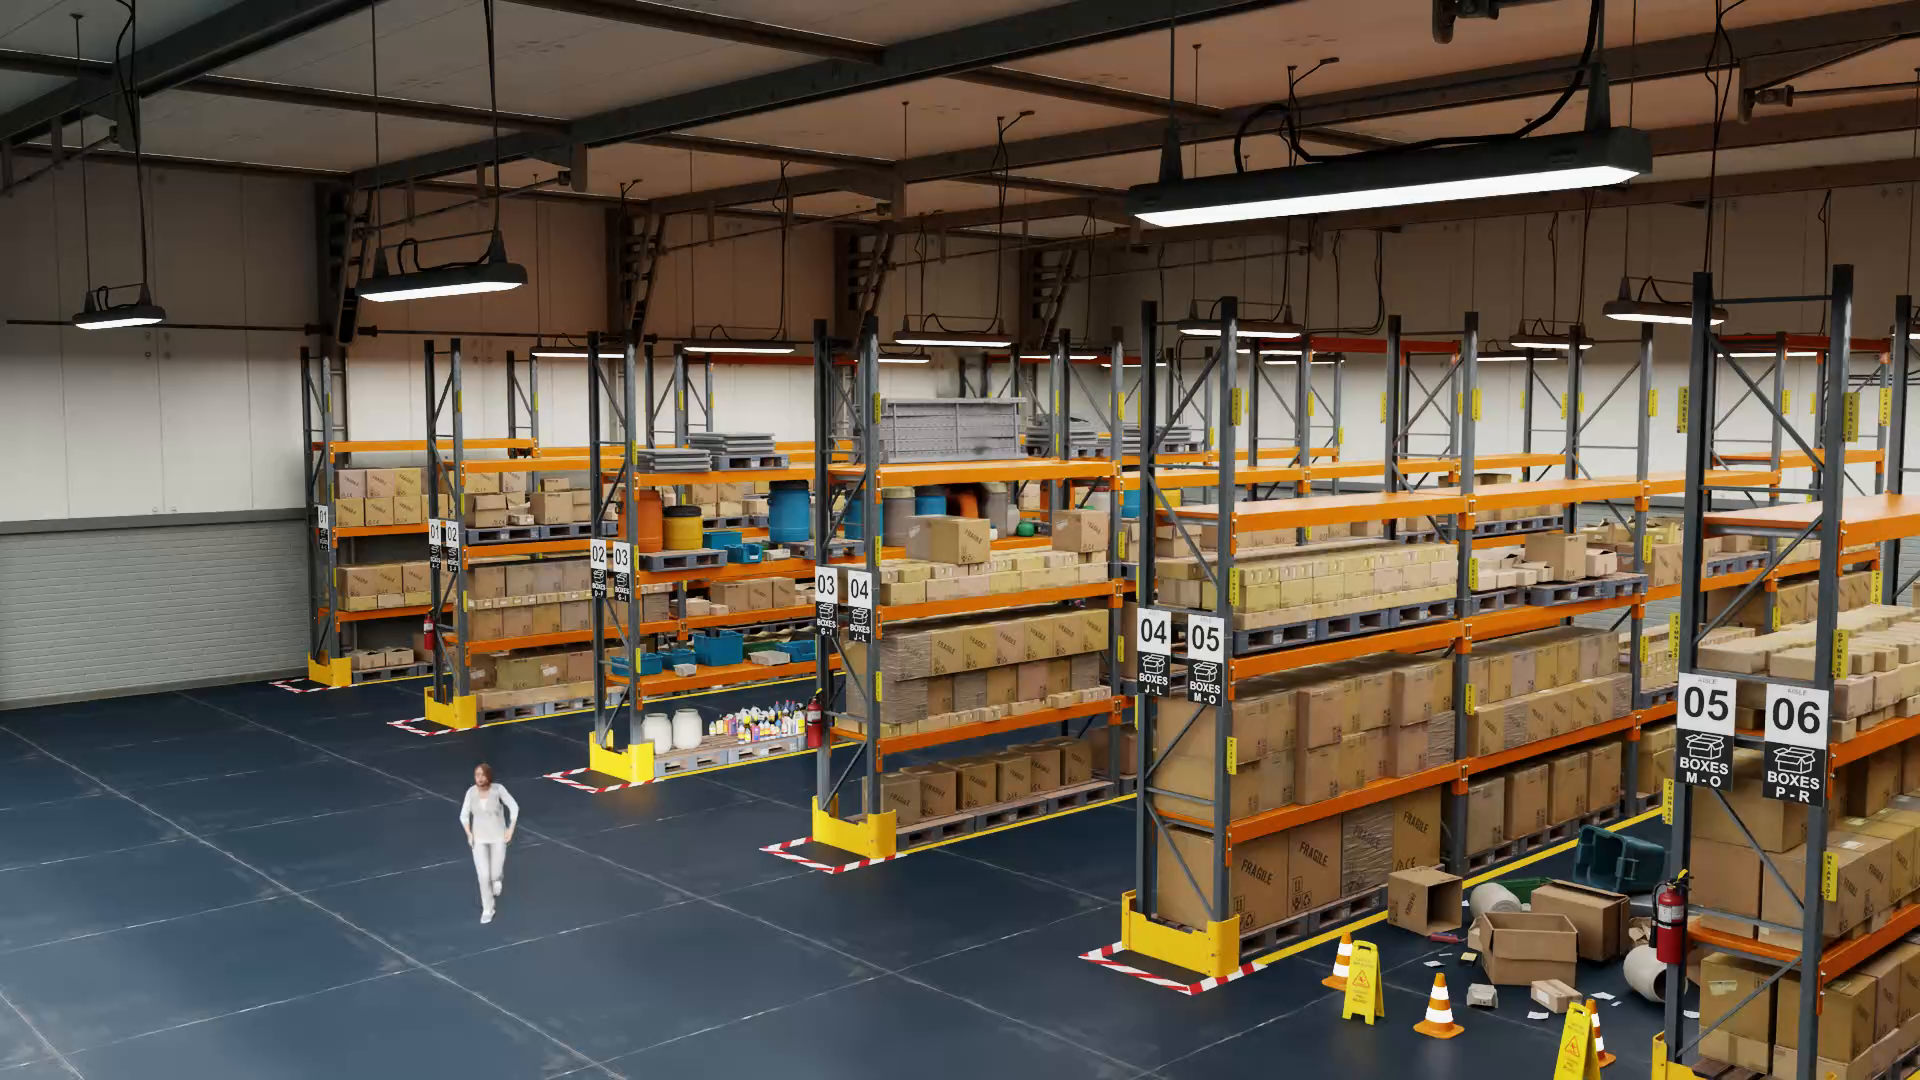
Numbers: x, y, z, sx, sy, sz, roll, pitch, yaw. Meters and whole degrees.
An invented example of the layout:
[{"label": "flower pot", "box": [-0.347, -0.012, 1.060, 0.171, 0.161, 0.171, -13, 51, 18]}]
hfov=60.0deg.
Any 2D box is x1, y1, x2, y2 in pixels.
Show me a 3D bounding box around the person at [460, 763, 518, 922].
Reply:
[{"label": "person", "box": [-4.637, 2.956, 16.404, 0.554, 1.573, 0.610, -1, 5, -7]}]
